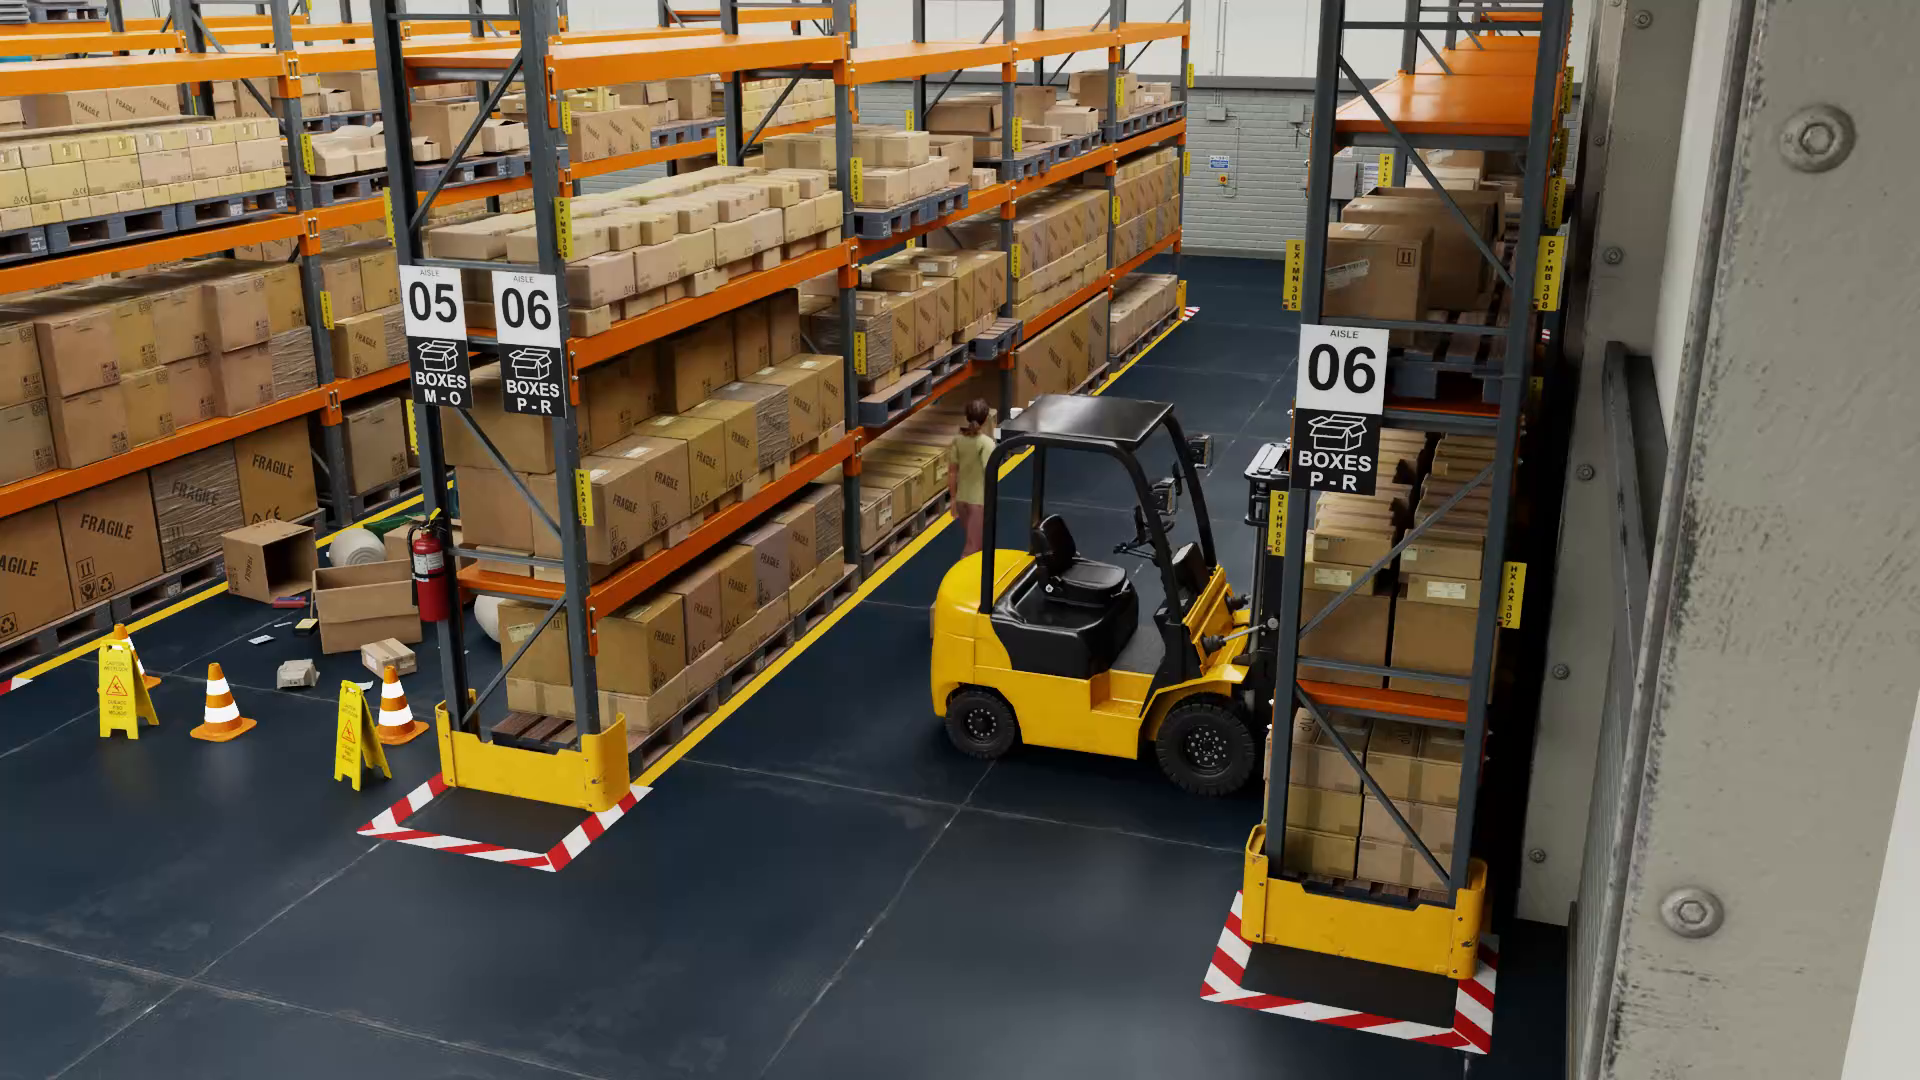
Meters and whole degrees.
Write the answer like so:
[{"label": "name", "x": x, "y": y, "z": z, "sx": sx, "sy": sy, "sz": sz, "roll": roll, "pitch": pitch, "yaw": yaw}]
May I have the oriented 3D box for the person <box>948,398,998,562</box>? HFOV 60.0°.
[{"label": "person", "x": 0.106, "y": -0.257, "z": 12.832, "sx": 0.570, "sy": 1.664, "sz": 0.479, "roll": -17, "pitch": 25, "yaw": -41}]
